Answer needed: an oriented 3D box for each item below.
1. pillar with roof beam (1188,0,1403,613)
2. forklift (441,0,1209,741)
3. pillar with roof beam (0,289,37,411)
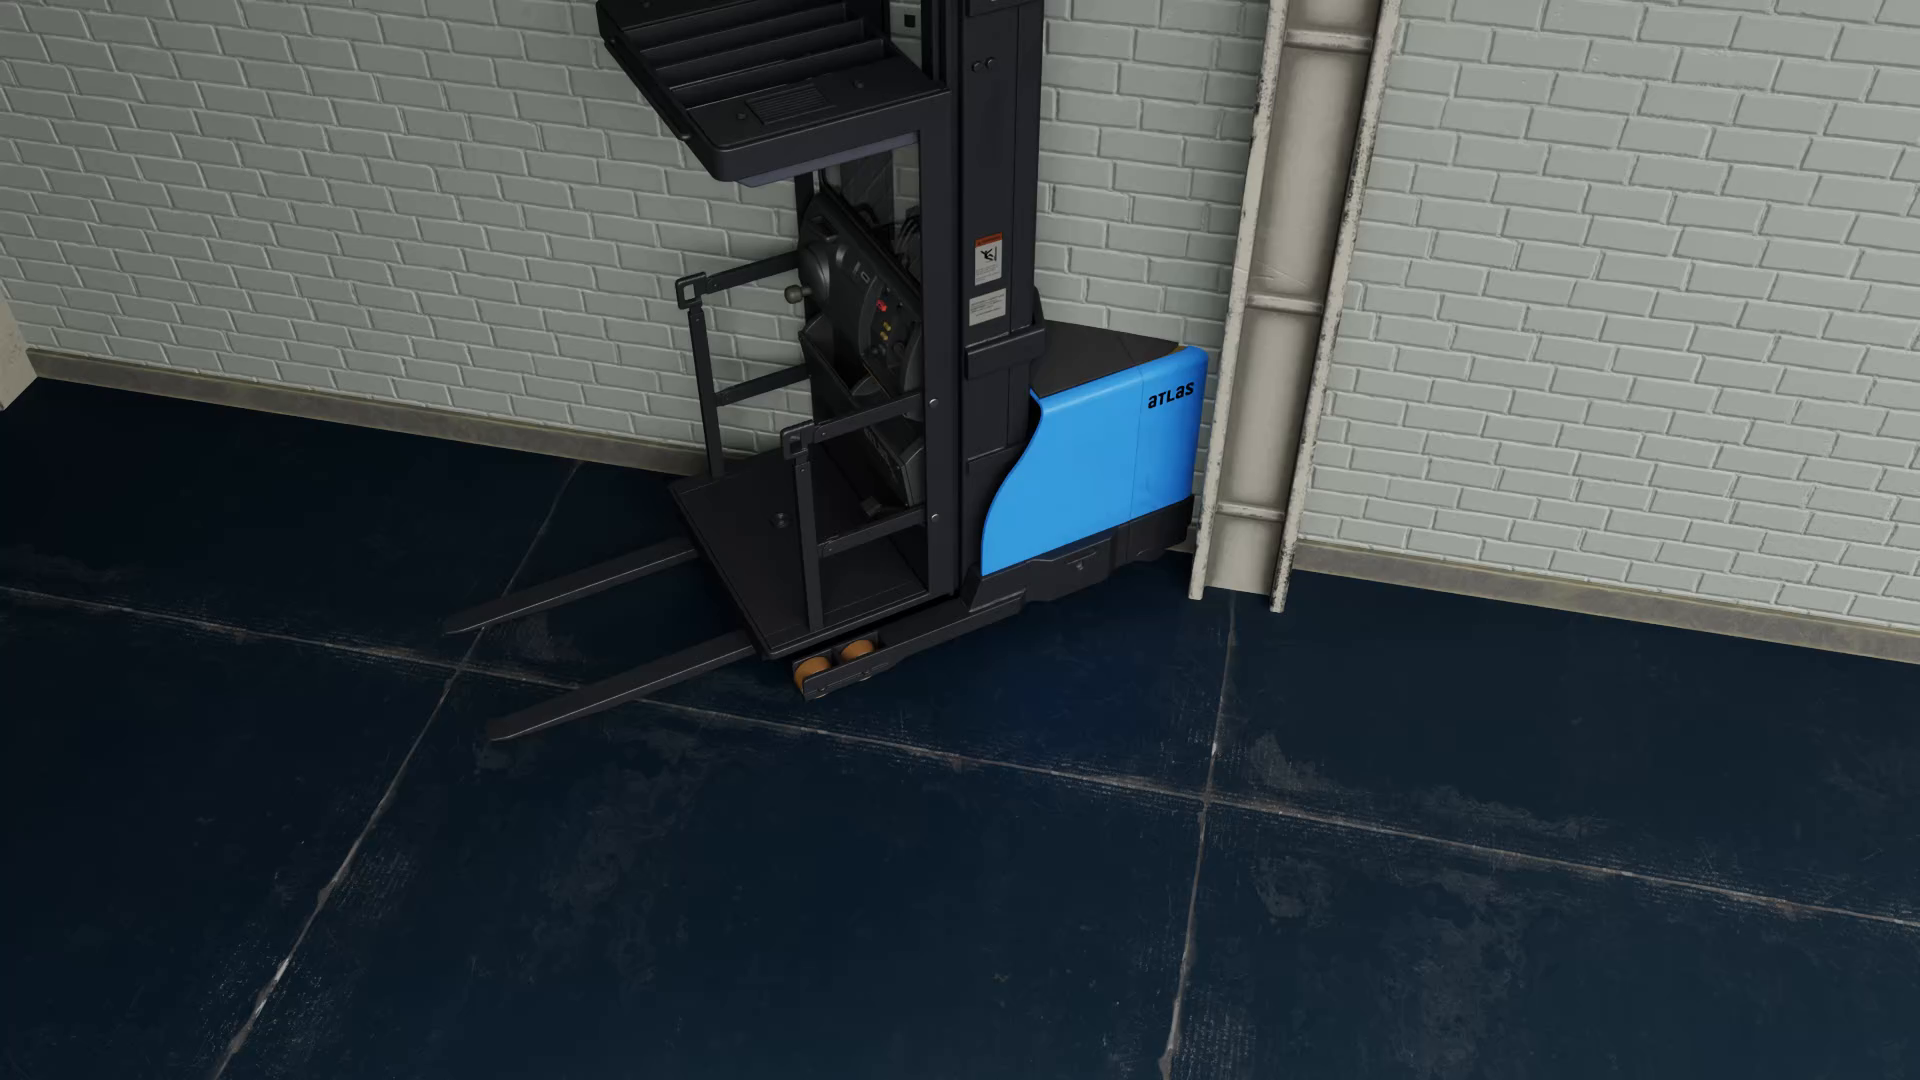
[{"bbox_3d":[0.239,-0.161,0.888,0.400,9.000,9.100,9,45,9],"label":"pillar with roof beam"},{"bbox_3d":[-0.551,-0.853,5.983,3.031,2.935,1.130,-20,47,-20],"label":"forklift"},{"bbox_3d":[-5.616,-1.069,1.832,0.400,9.000,9.100,9,45,9],"label":"pillar with roof beam"}]
